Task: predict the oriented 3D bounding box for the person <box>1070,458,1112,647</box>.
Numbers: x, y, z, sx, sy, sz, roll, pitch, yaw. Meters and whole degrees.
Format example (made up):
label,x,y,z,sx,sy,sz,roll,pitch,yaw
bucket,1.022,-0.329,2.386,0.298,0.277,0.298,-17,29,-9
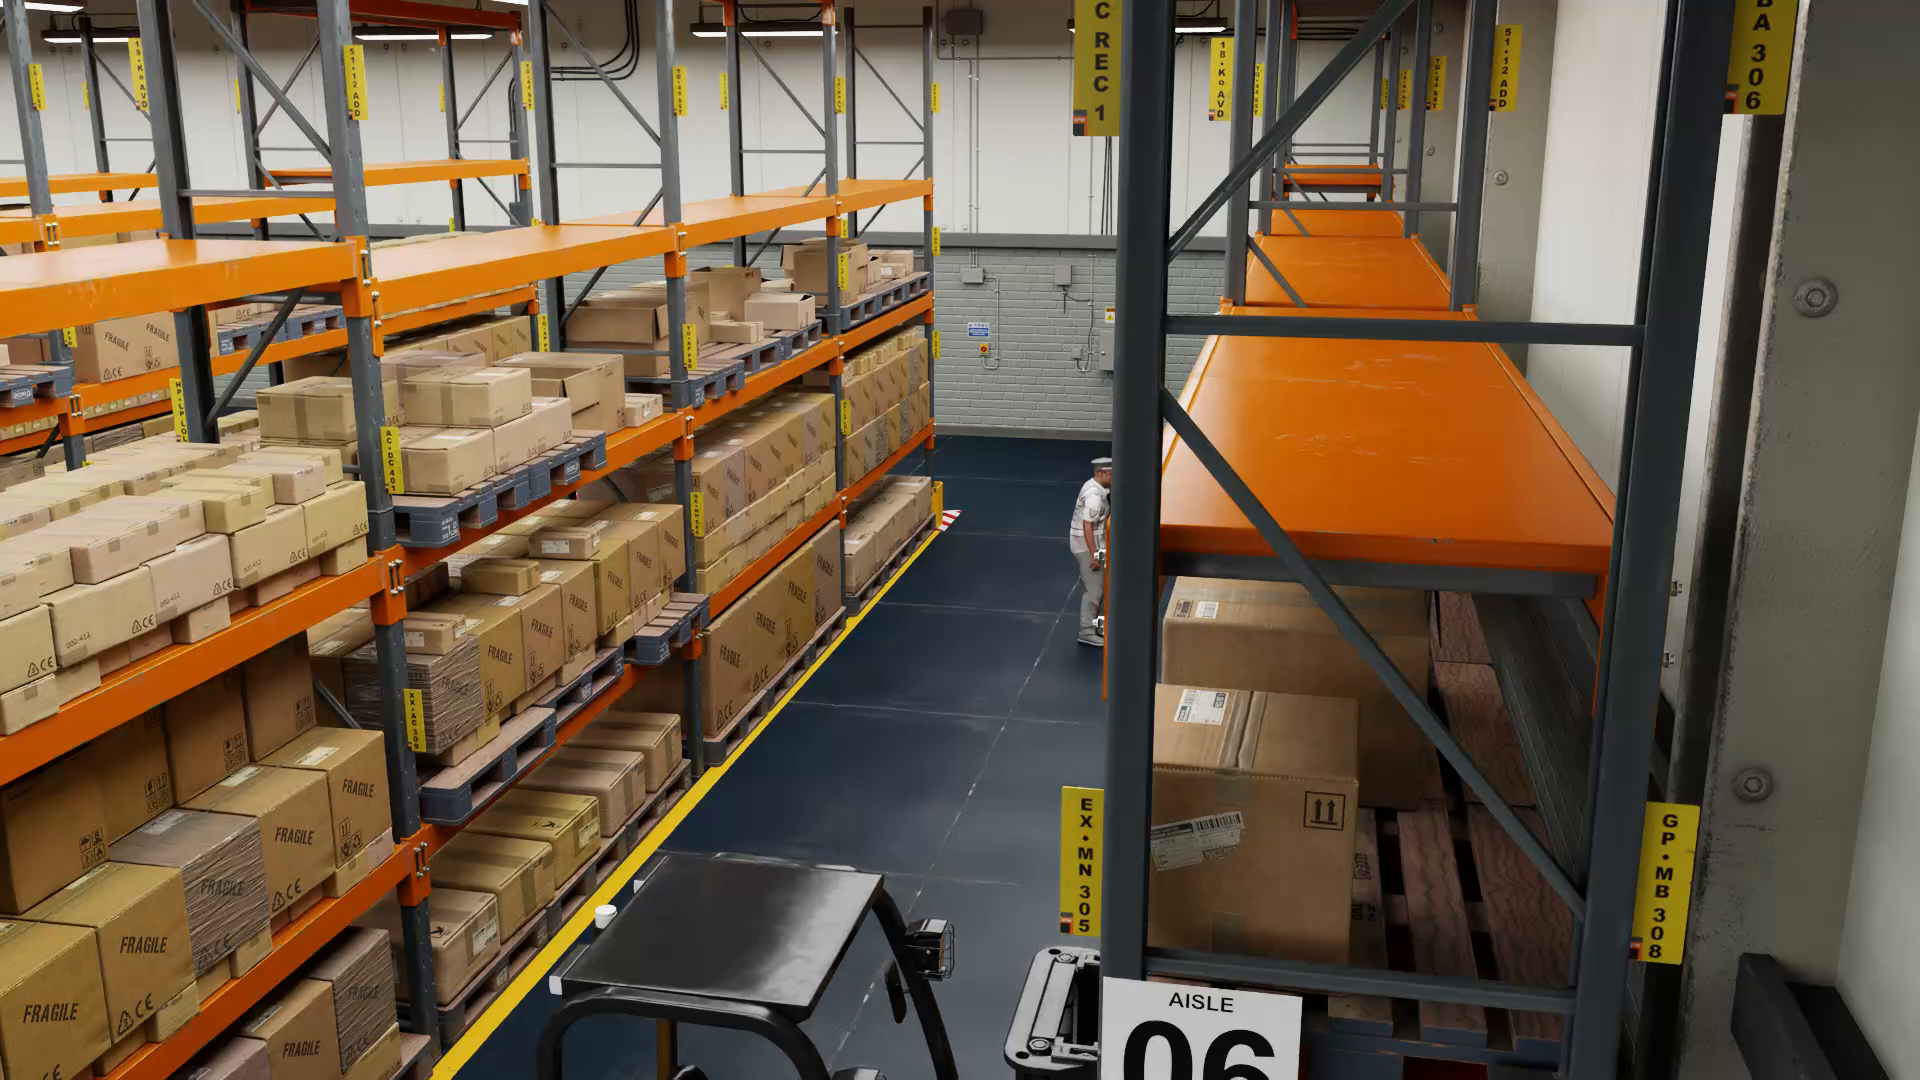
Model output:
label,x,y,z,sx,sy,sz,roll,pitch,yaw
person,1.258,0.082,15.678,0.434,1.748,0.588,3,15,11
